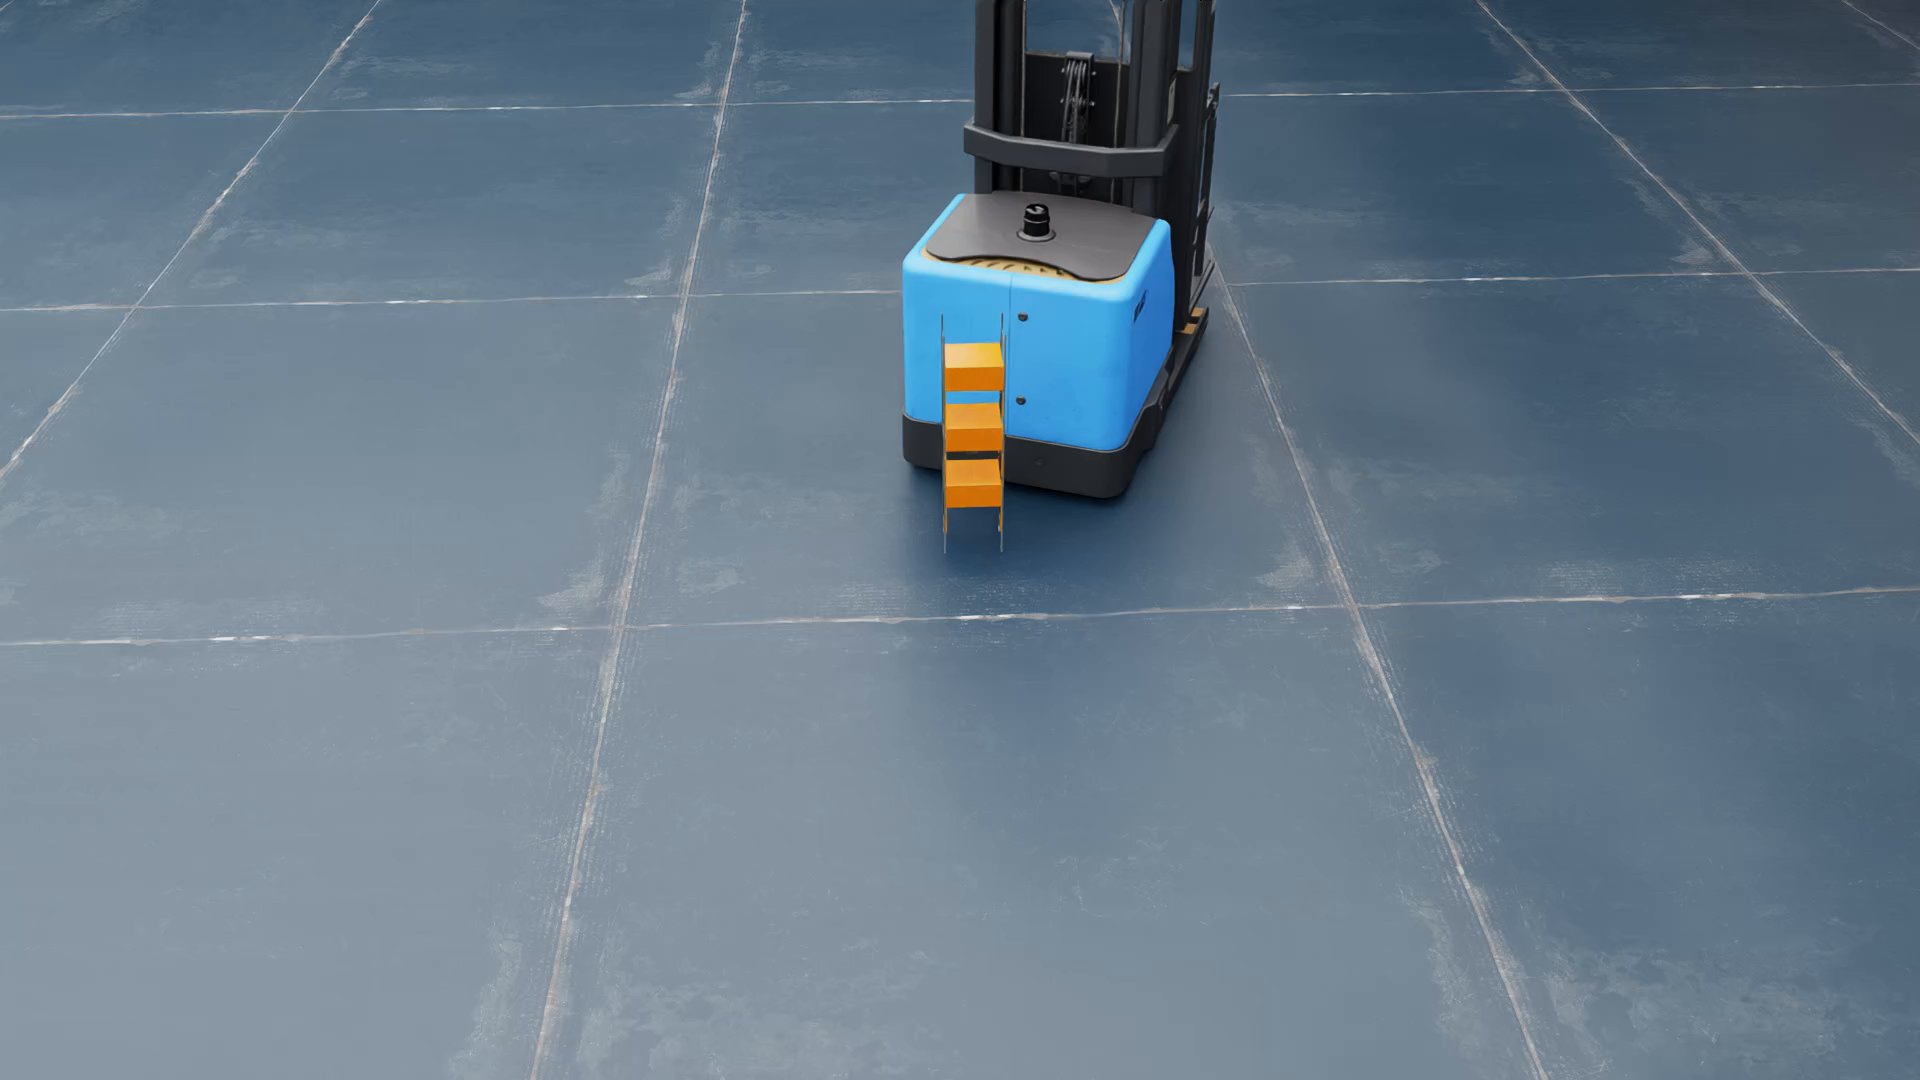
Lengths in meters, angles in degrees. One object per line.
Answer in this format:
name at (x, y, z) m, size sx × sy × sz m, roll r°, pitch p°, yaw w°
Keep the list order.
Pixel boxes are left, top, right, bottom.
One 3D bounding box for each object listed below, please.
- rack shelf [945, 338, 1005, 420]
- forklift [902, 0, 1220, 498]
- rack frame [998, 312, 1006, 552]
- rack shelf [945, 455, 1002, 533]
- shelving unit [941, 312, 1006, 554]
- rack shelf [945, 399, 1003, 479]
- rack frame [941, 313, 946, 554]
rack shelf at (0.053, -0.658, 6.798) m, size 0.240 × 0.259 × 0.215 m, roll -2°, pitch 35°, yaw -2°
forklift at (0.681, -2.229, 7.895) m, size 1.130 × 2.935 × 3.031 m, roll 11°, pitch 36°, yaw 15°
rack frame at (0.175, -0.436, 6.958) m, size 0.008 × 1.050 × 0.200 m, roll -2°, pitch 35°, yaw -2°
rack shelf at (0.053, -0.196, 7.118) m, size 0.240 × 0.259 × 0.215 m, roll -2°, pitch 35°, yaw -2°
shelving unit at (0.053, -0.433, 6.953) m, size 0.252 × 1.050 × 0.215 m, roll -2°, pitch 35°, yaw -2°
rack shelf at (0.053, -0.424, 6.959) m, size 0.240 × 0.259 × 0.215 m, roll -2°, pitch 35°, yaw -2°
rack frame at (-0.068, -0.430, 6.949) m, size 0.008 × 1.050 × 0.200 m, roll -2°, pitch 35°, yaw -2°
